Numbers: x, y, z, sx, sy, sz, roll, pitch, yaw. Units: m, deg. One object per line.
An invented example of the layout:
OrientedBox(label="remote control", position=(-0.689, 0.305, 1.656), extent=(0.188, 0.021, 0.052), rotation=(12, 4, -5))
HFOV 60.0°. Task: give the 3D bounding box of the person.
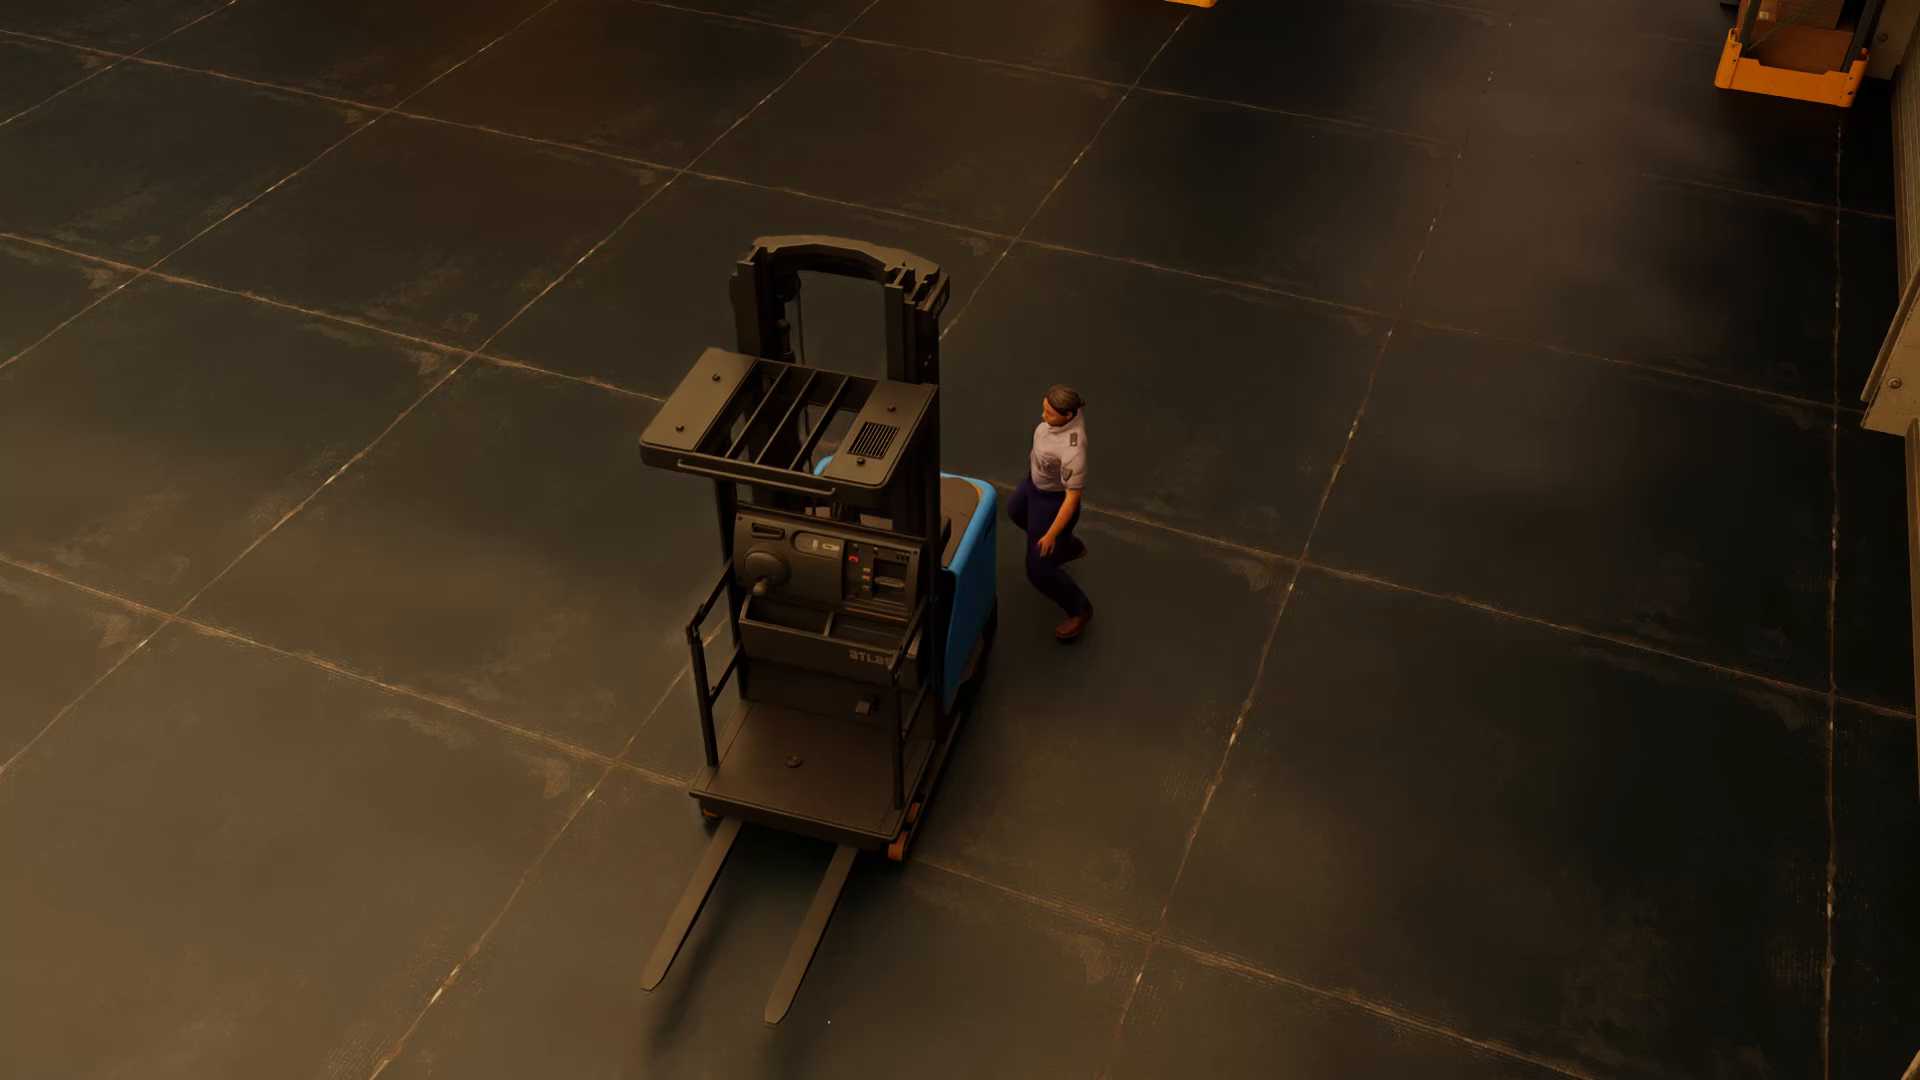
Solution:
OrientedBox(label="person", position=(0.531, -0.279, 9.381), extent=(0.496, 1.543, 0.838), rotation=(0, 40, 0))

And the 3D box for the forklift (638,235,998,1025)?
OrientedBox(label="forklift", position=(-0.697, 0.204, 7.763), extent=(1.130, 2.935, 3.031), rotation=(11, 41, 13))
